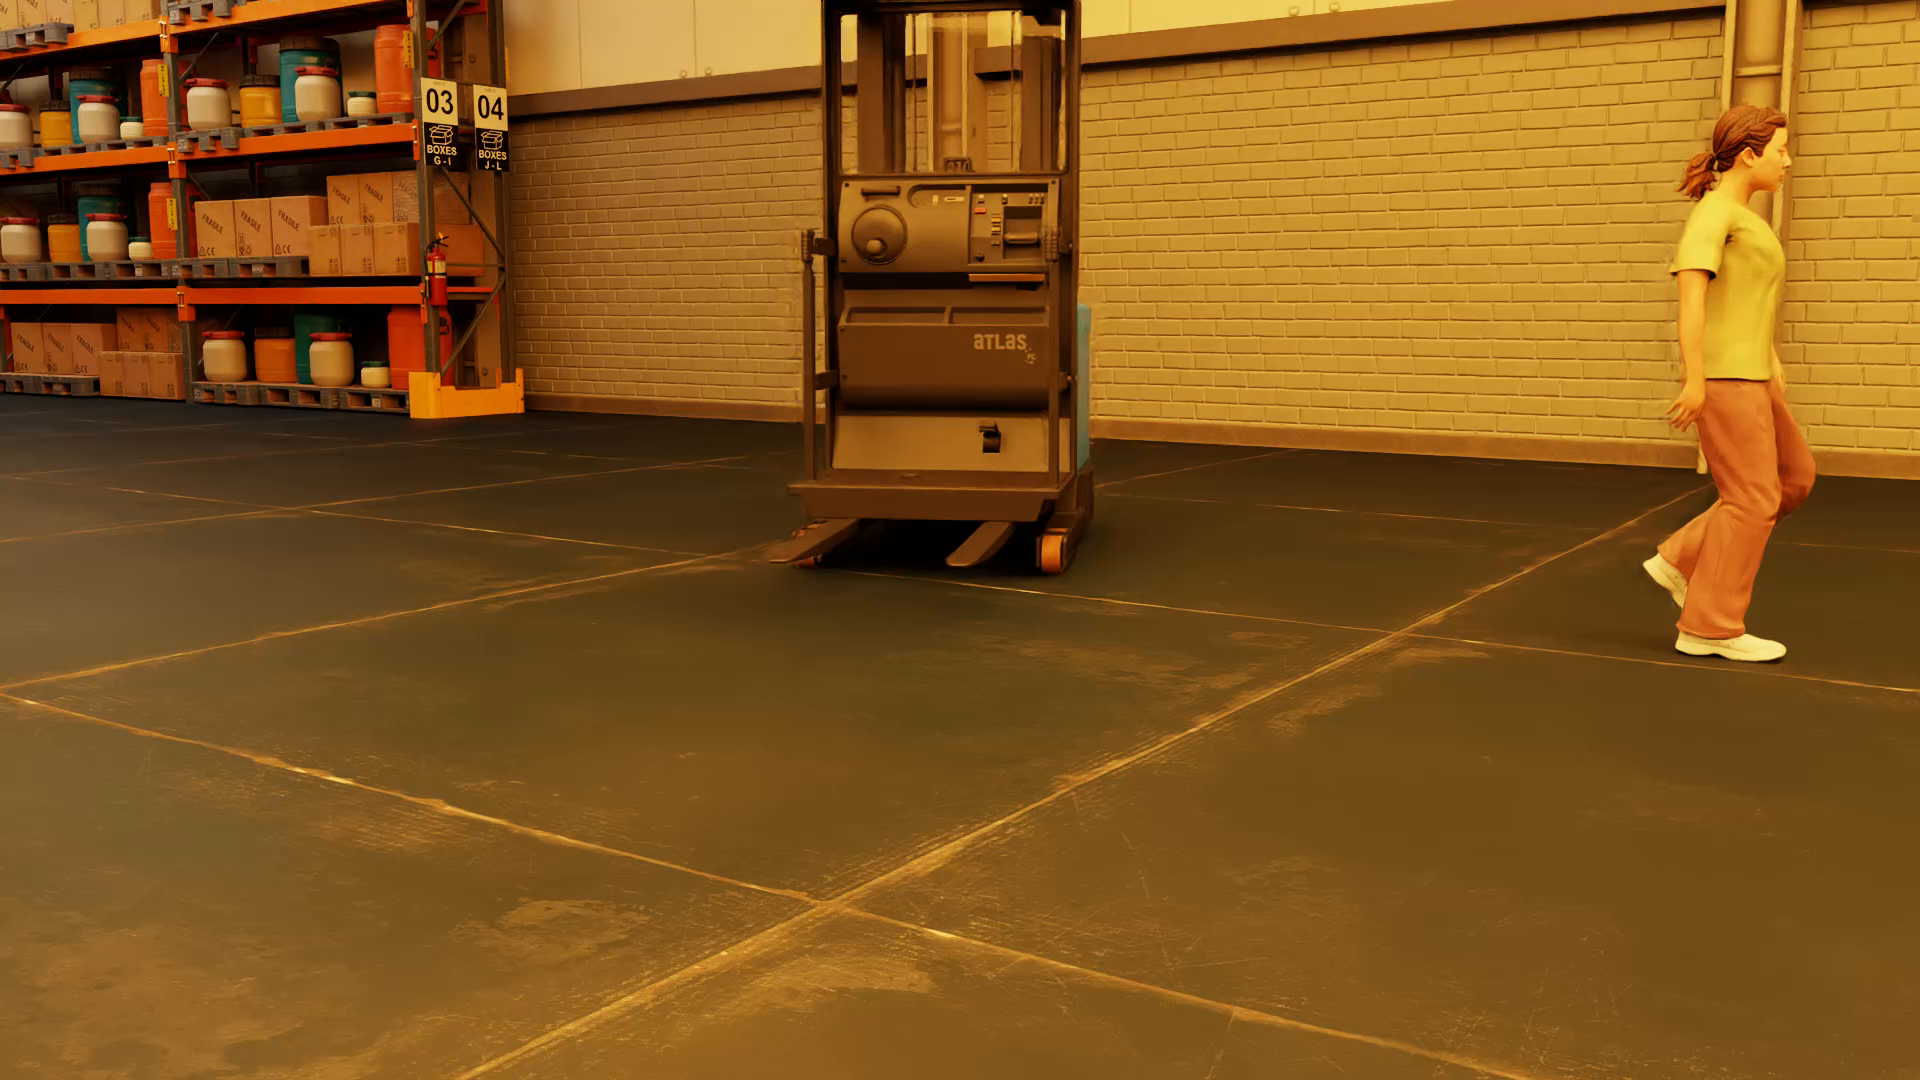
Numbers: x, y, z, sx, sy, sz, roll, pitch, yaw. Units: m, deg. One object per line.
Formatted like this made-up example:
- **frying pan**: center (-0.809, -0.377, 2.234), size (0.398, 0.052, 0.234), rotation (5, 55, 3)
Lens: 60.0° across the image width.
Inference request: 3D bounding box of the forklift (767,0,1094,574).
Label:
- **forklift**: center (-0.079, -1.365, 6.791), size (1.130, 2.935, 3.031), rotation (1, 8, 9)

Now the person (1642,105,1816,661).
- **person**: center (2.351, -0.470, 5.045), size (0.478, 1.655, 0.635), rotation (4, 9, 26)
